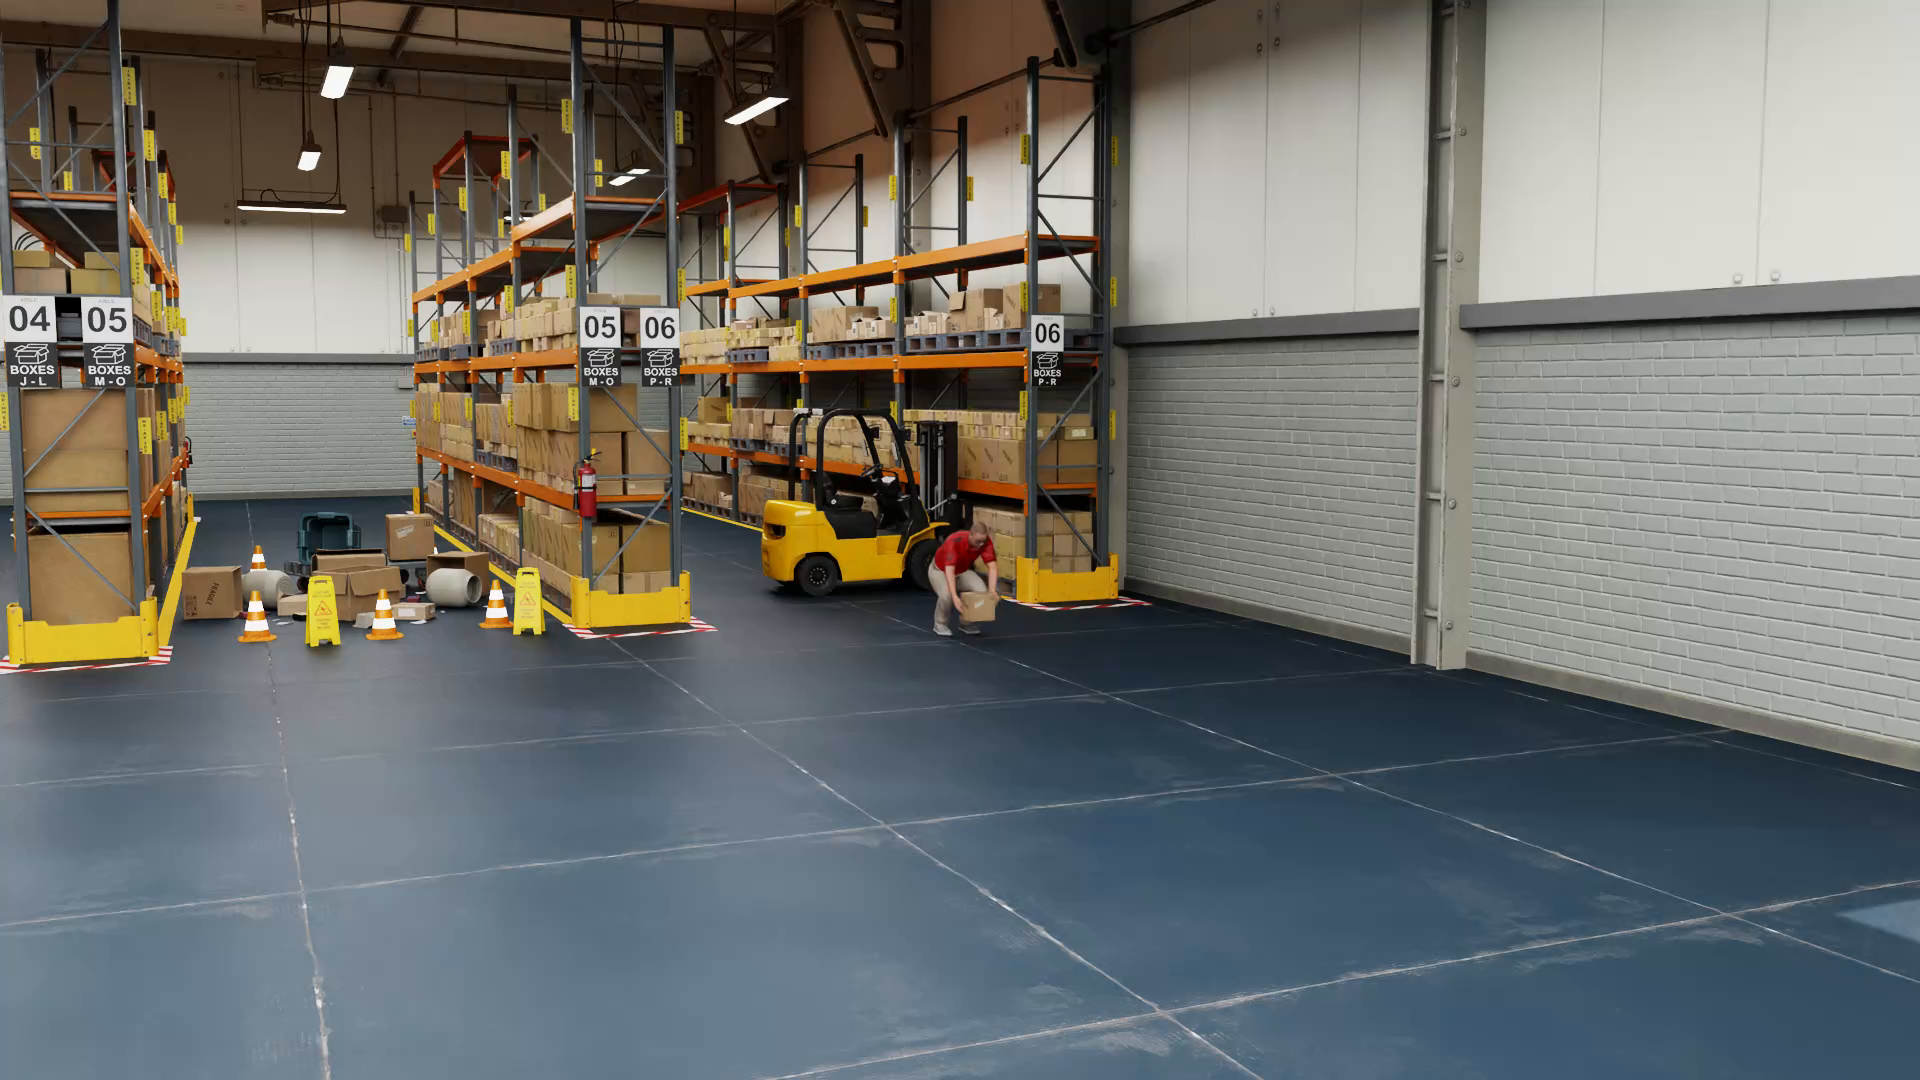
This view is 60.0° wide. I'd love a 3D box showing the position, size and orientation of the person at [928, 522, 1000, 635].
[{"bbox_3d":[0.032,0.365,16.208,0.577,1.125,0.821,-2,6,-24],"label":"person"}]
